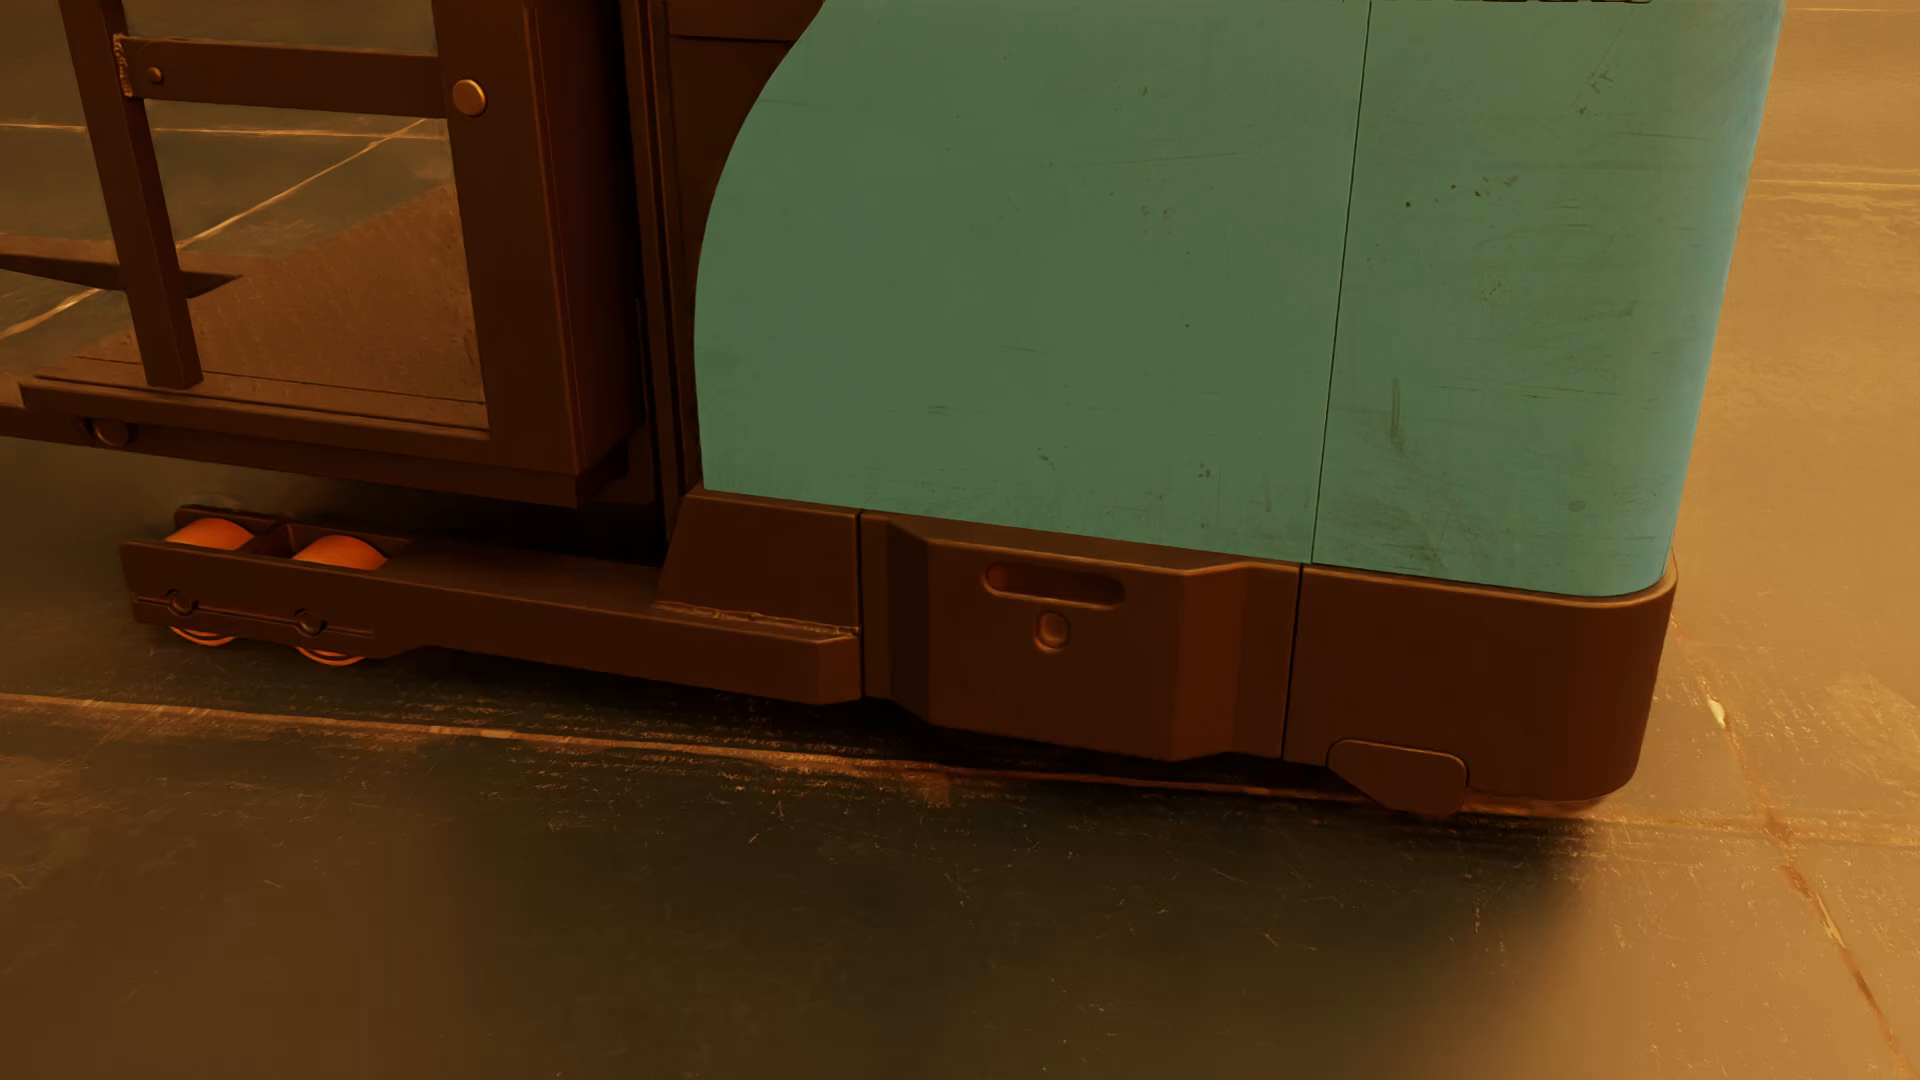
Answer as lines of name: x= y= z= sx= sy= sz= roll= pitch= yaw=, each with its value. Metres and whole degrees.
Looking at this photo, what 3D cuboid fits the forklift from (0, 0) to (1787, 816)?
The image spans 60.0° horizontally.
forklift: x=-0.593 y=-1.365 z=1.953 sx=3.031 sy=2.935 sz=1.130 roll=7 pitch=27 yaw=14
